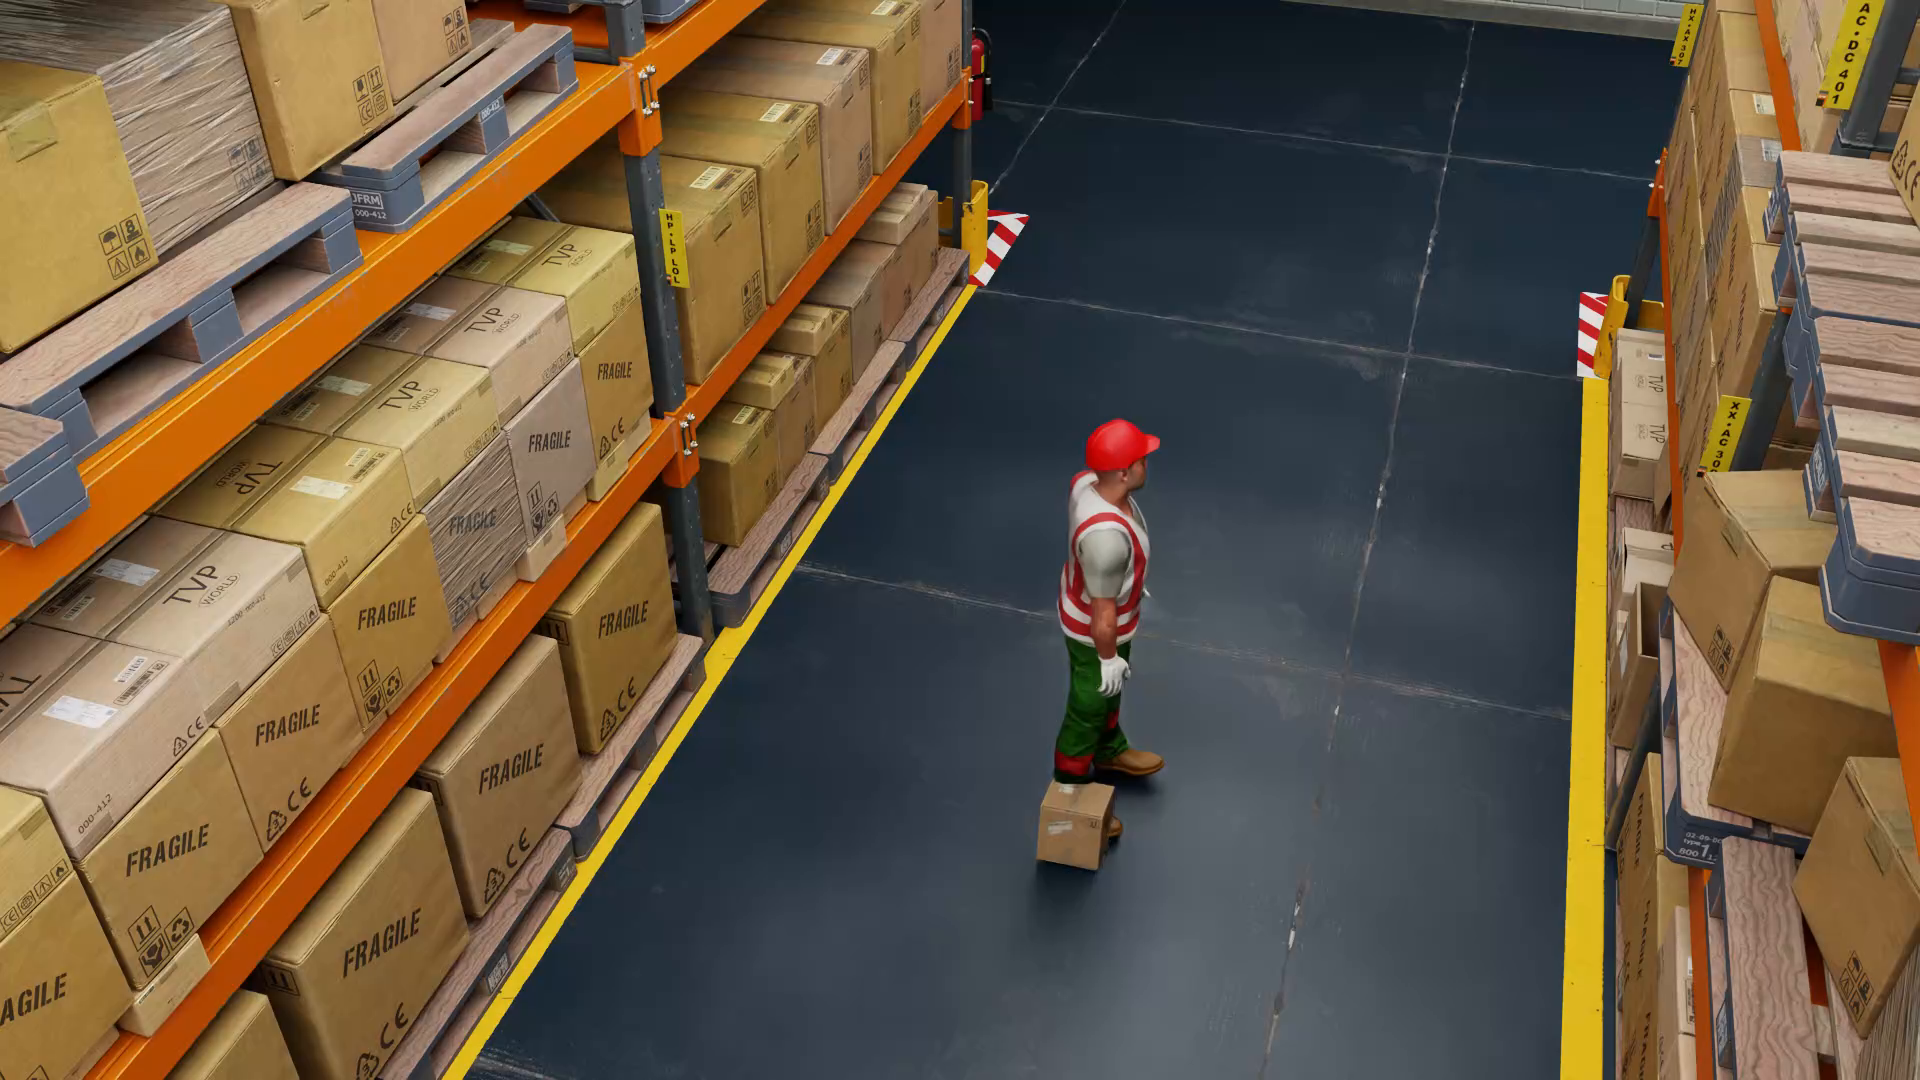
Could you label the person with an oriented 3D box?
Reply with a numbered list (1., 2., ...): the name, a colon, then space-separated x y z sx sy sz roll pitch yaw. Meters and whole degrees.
1. person: 0.610 0.323 6.389 0.479 1.795 0.568 2 37 2
